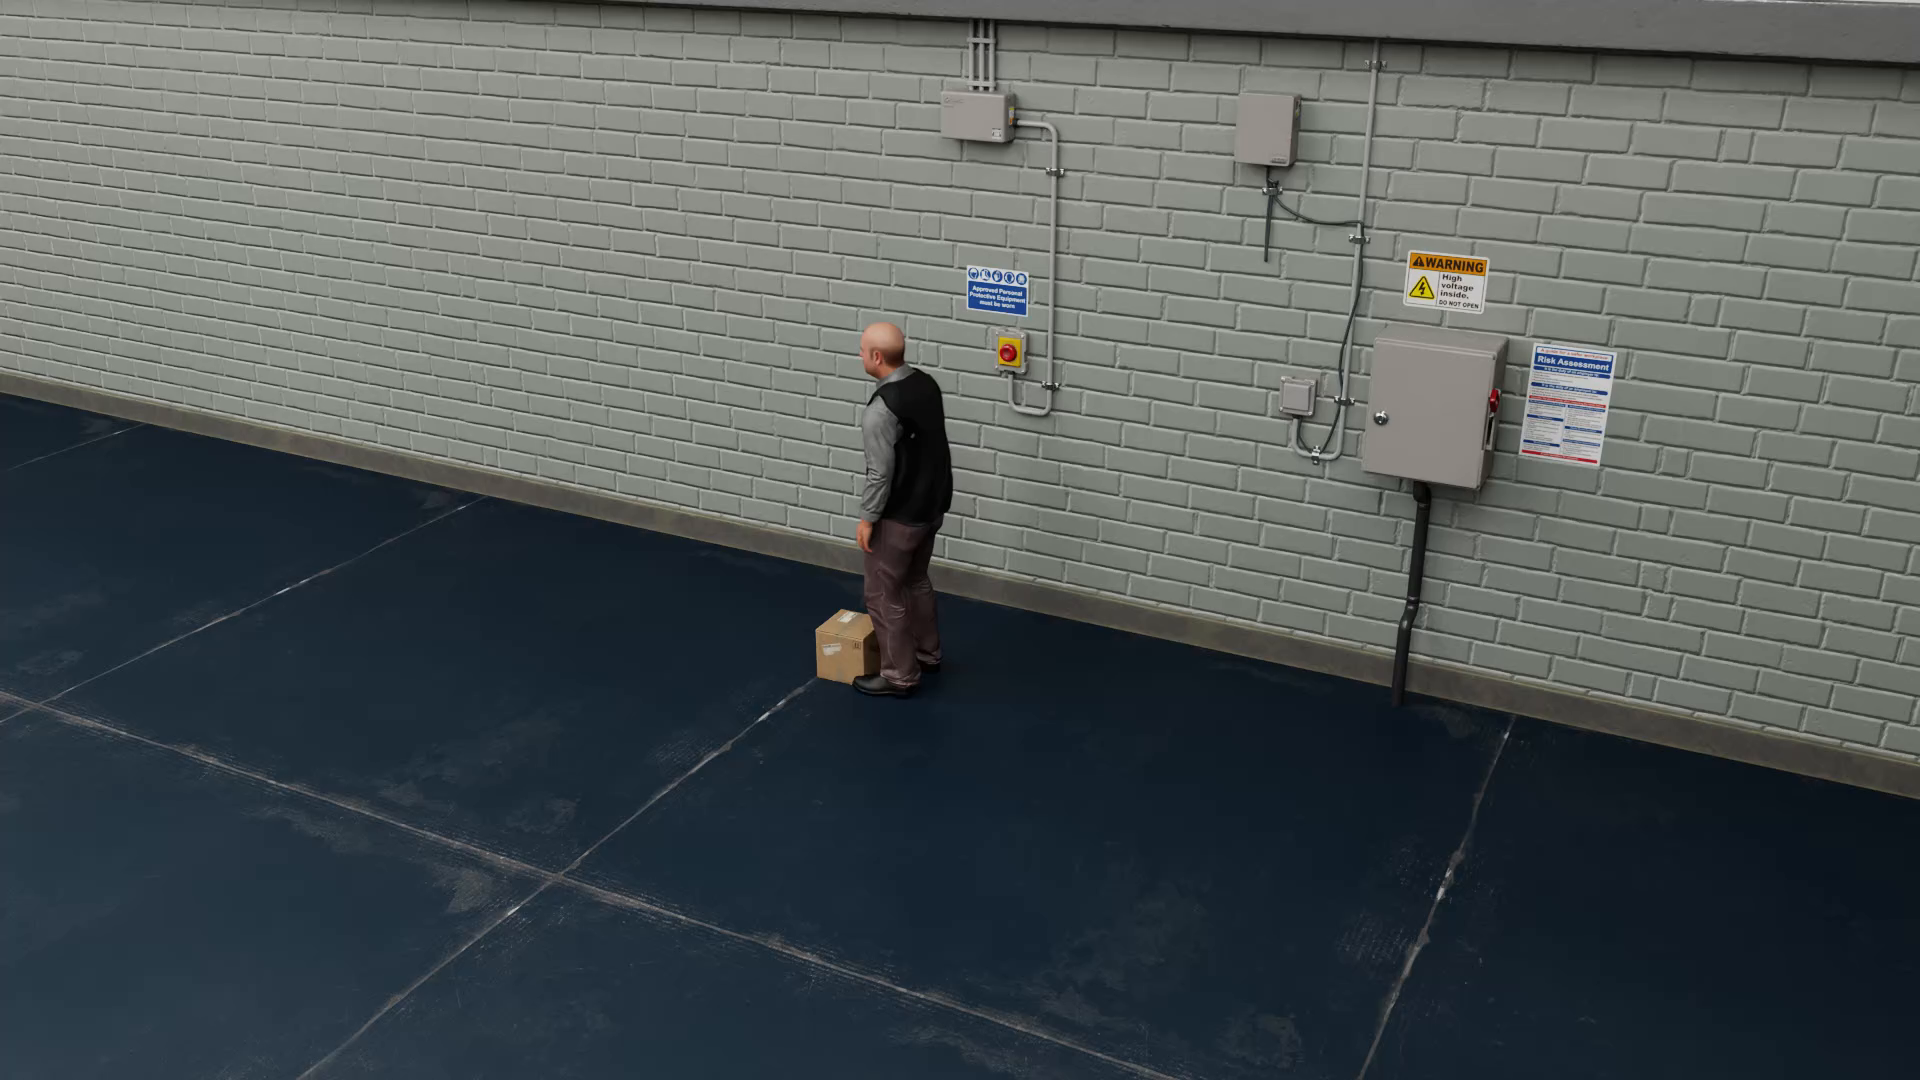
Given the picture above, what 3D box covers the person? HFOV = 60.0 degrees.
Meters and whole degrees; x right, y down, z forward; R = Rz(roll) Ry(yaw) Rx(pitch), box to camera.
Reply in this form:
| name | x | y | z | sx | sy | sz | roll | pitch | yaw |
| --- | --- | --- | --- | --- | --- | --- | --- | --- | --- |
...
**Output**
| name | x | y | z | sx | sy | sz | roll | pitch | yaw |
| --- | --- | --- | --- | --- | --- | --- | --- | --- | --- |
| person | -0.251 | -0.129 | 7.432 | 0.416 | 1.721 | 0.580 | 11 | 25 | 25 |
